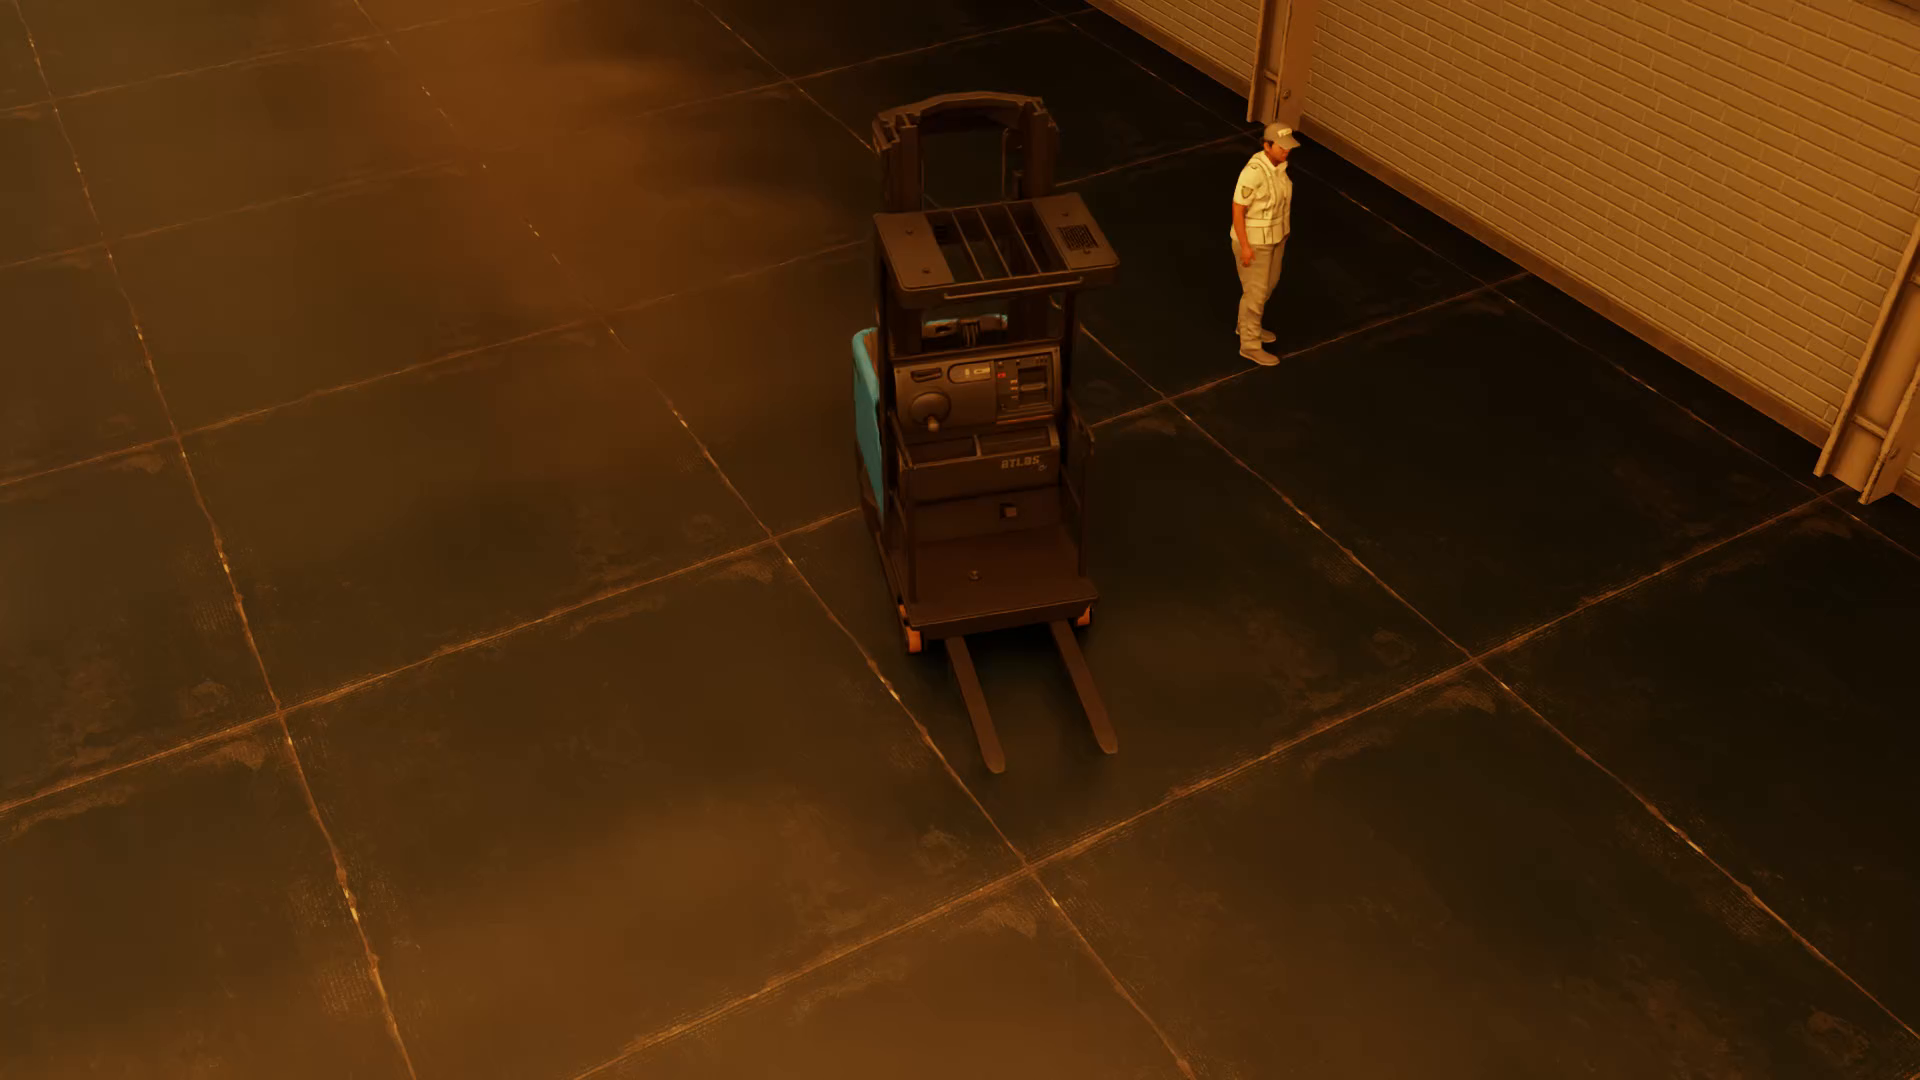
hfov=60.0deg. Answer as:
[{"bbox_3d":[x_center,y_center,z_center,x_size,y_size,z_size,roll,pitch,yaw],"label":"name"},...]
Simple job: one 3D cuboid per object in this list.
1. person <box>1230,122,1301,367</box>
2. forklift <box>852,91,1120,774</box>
[{"bbox_3d":[2.150,-2.074,11.528,0.525,1.669,0.623,23,45,25],"label":"person"},{"bbox_3d":[0.153,-0.747,8.937,1.130,2.935,3.031,-8,40,-10],"label":"forklift"}]
